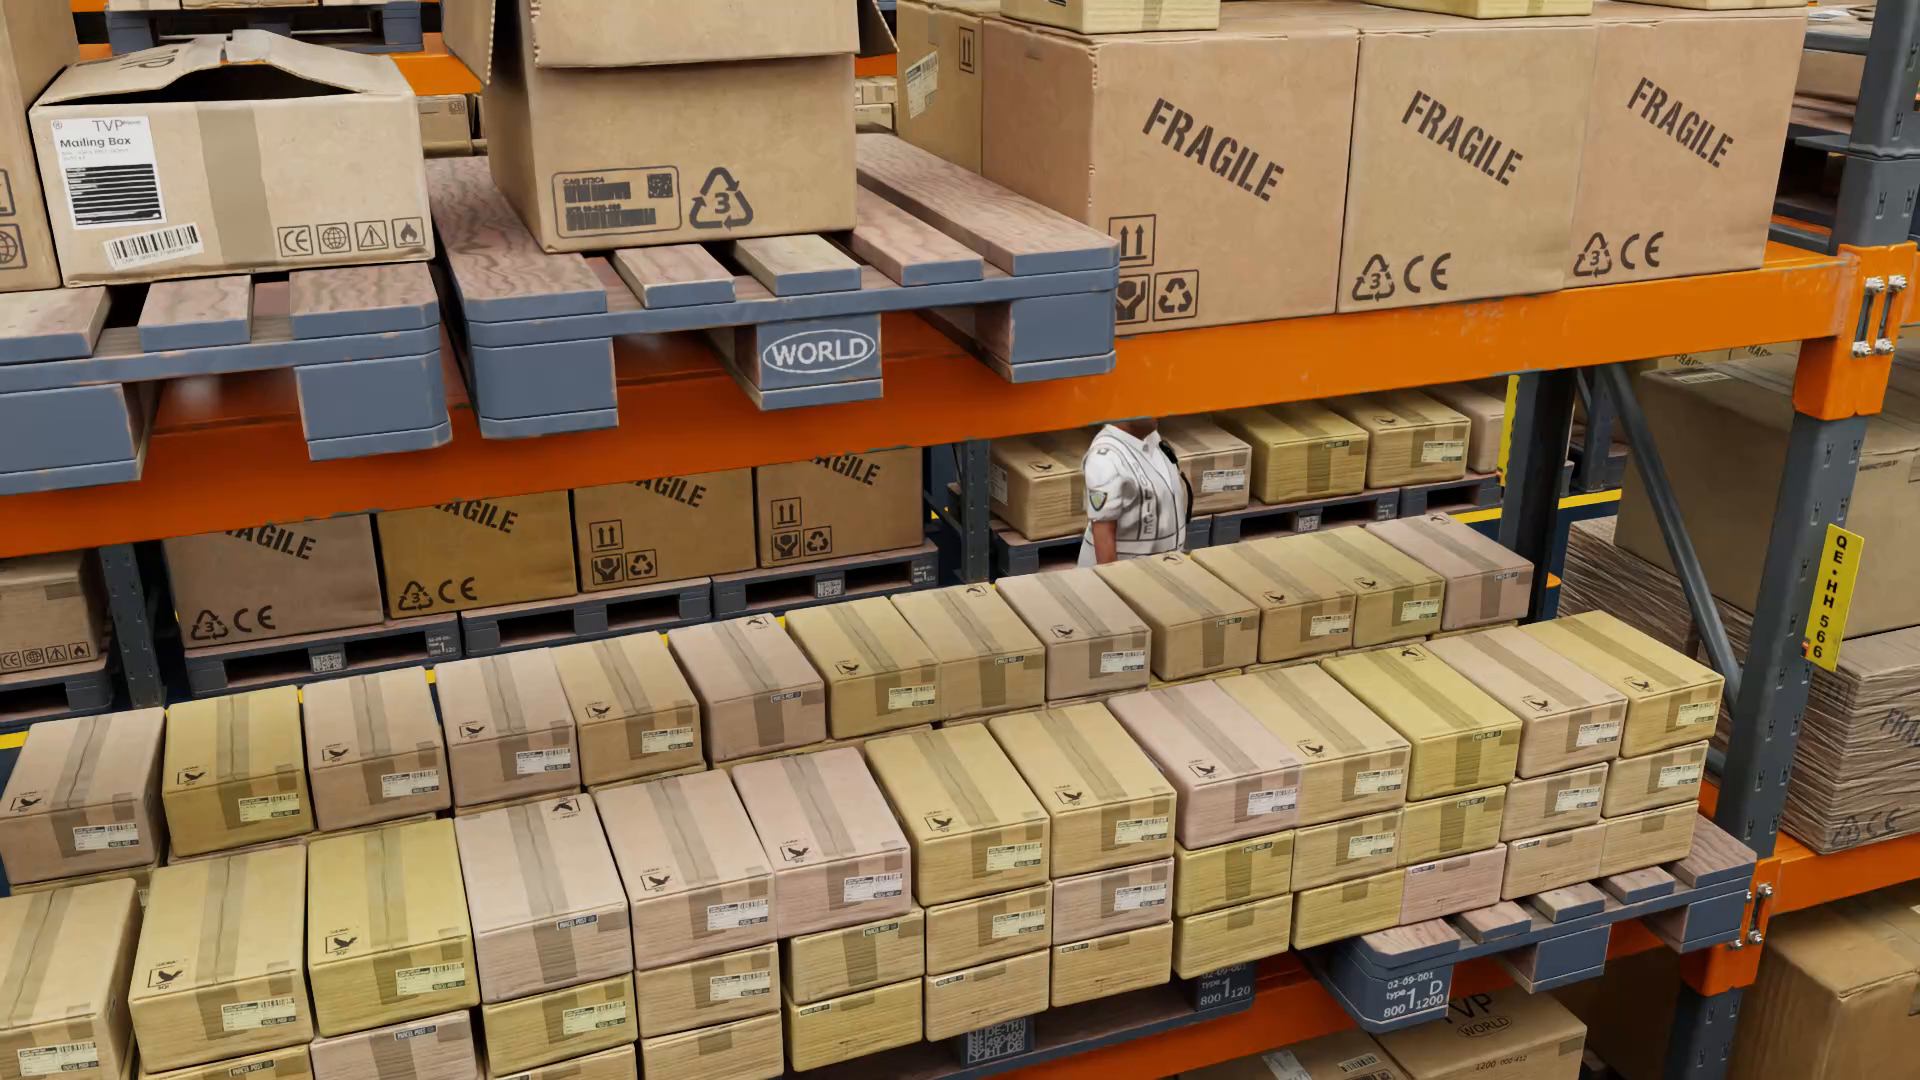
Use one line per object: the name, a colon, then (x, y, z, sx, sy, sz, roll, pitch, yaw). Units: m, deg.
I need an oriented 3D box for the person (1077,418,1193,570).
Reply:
person: (0.796, 0.157, 6.662, 0.670, 1.765, 0.548, 13, 26, 29)
